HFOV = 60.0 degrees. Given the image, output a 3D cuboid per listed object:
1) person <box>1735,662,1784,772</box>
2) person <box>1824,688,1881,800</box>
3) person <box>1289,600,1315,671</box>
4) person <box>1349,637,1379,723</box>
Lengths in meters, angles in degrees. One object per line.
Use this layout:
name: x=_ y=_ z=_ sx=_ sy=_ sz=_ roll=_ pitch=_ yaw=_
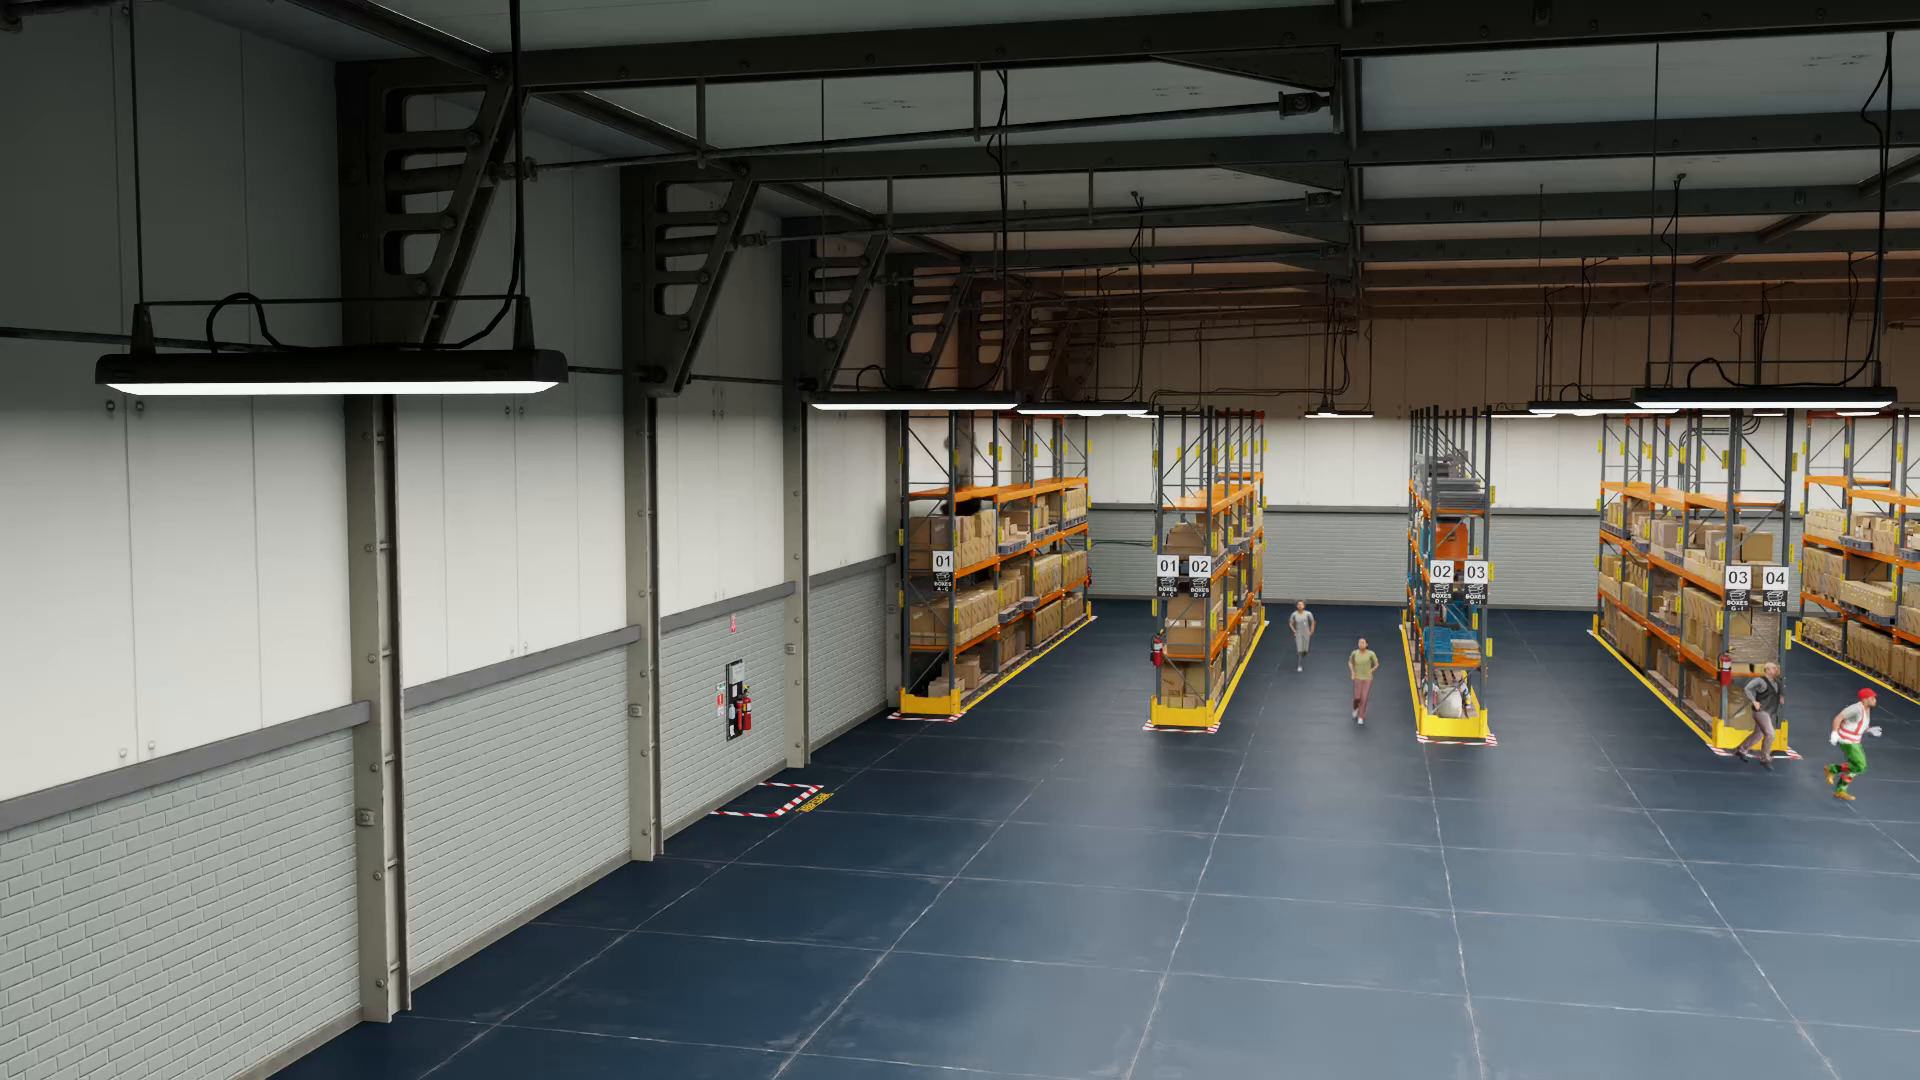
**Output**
person: x=13.276 y=2.892 z=27.539 sx=0.653 sy=1.770 sz=0.763 roll=-3 pitch=5 yaw=-37
person: x=13.519 y=3.076 z=25.178 sx=0.745 sy=1.707 sz=0.652 roll=4 pitch=5 yaw=41
person: x=7.829 y=2.184 z=38.109 sx=0.579 sy=1.635 sz=0.639 roll=1 pitch=4 yaw=11
person: x=7.641 y=2.651 z=31.519 sx=0.569 sy=1.637 sz=0.565 roll=1 pitch=4 yaw=17
